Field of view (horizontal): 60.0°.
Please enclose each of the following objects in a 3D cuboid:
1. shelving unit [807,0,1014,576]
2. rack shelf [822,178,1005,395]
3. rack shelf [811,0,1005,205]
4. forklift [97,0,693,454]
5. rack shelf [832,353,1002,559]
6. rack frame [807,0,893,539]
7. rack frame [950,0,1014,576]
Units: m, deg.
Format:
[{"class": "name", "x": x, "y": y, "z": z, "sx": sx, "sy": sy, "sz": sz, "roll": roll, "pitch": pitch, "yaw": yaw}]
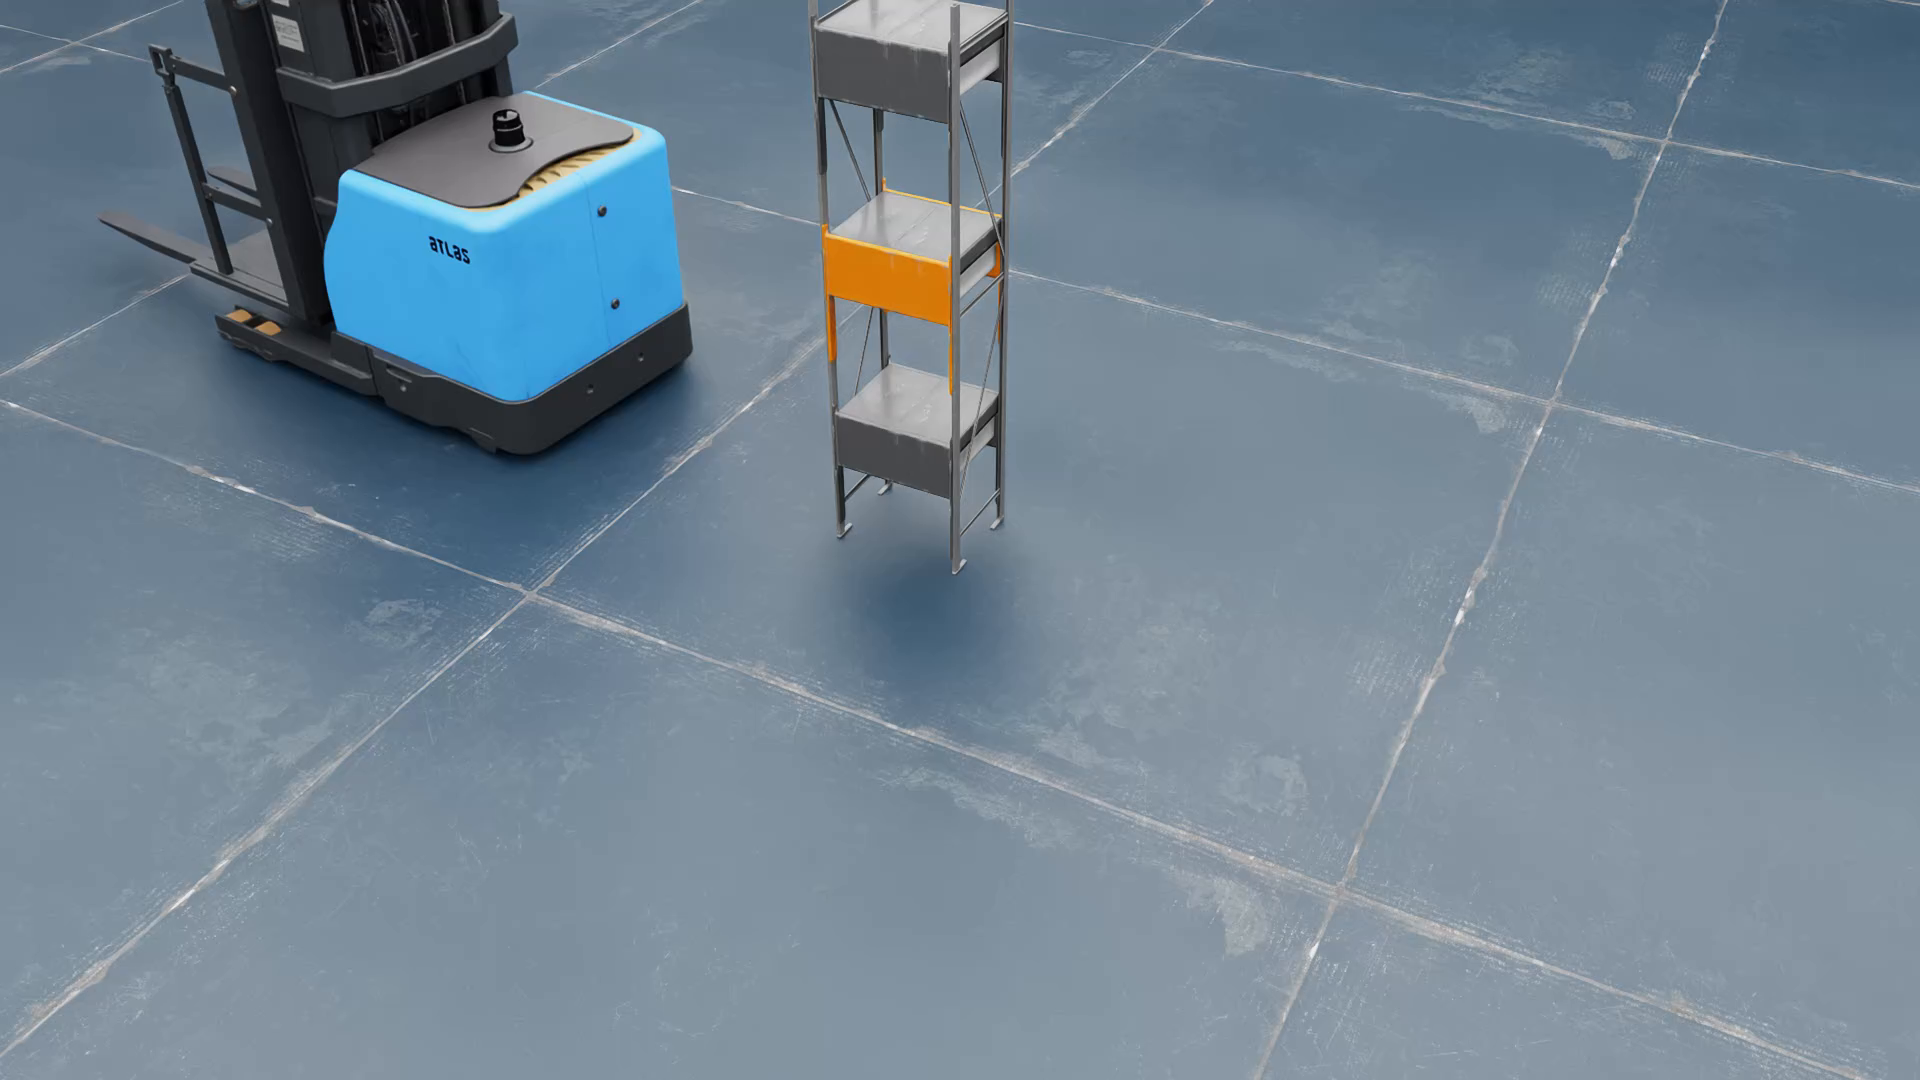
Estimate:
[{"class": "shelving unit", "x": -0.147, "y": -0.882, "z": 5.676, "sx": 0.503, "sy": 2.100, "sz": 0.431, "roll": 17, "pitch": 41, "yaw": 21}, {"class": "rack shelf", "x": -0.147, "y": -0.872, "z": 5.684, "sx": 0.480, "sy": 0.518, "sz": 0.431, "roll": 17, "pitch": 41, "yaw": 21}, {"class": "rack shelf", "x": -0.147, "y": -1.429, "z": 5.261, "sx": 0.480, "sy": 0.518, "sz": 0.431, "roll": 17, "pitch": 41, "yaw": 21}, {"class": "forklift", "x": -2.669, "y": -2.195, "z": 6.717, "sx": 3.031, "sy": 2.935, "sz": 1.130, "roll": 22, "pitch": 42, "yaw": 26}, {"class": "rack shelf", "x": -0.147, "y": -0.314, "z": 6.107, "sx": 0.480, "sy": 0.518, "sz": 0.431, "roll": 17, "pitch": 41, "yaw": 21}, {"class": "rack frame", "x": -0.364, "y": -0.950, "z": 5.765, "sx": 0.015, "sy": 2.100, "sz": 0.400, "roll": 17, "pitch": 41, "yaw": 21}, {"class": "rack frame", "x": 0.070, "y": -0.815, "z": 5.586, "sx": 0.015, "sy": 2.100, "sz": 0.400, "roll": 17, "pitch": 41, "yaw": 21}]
